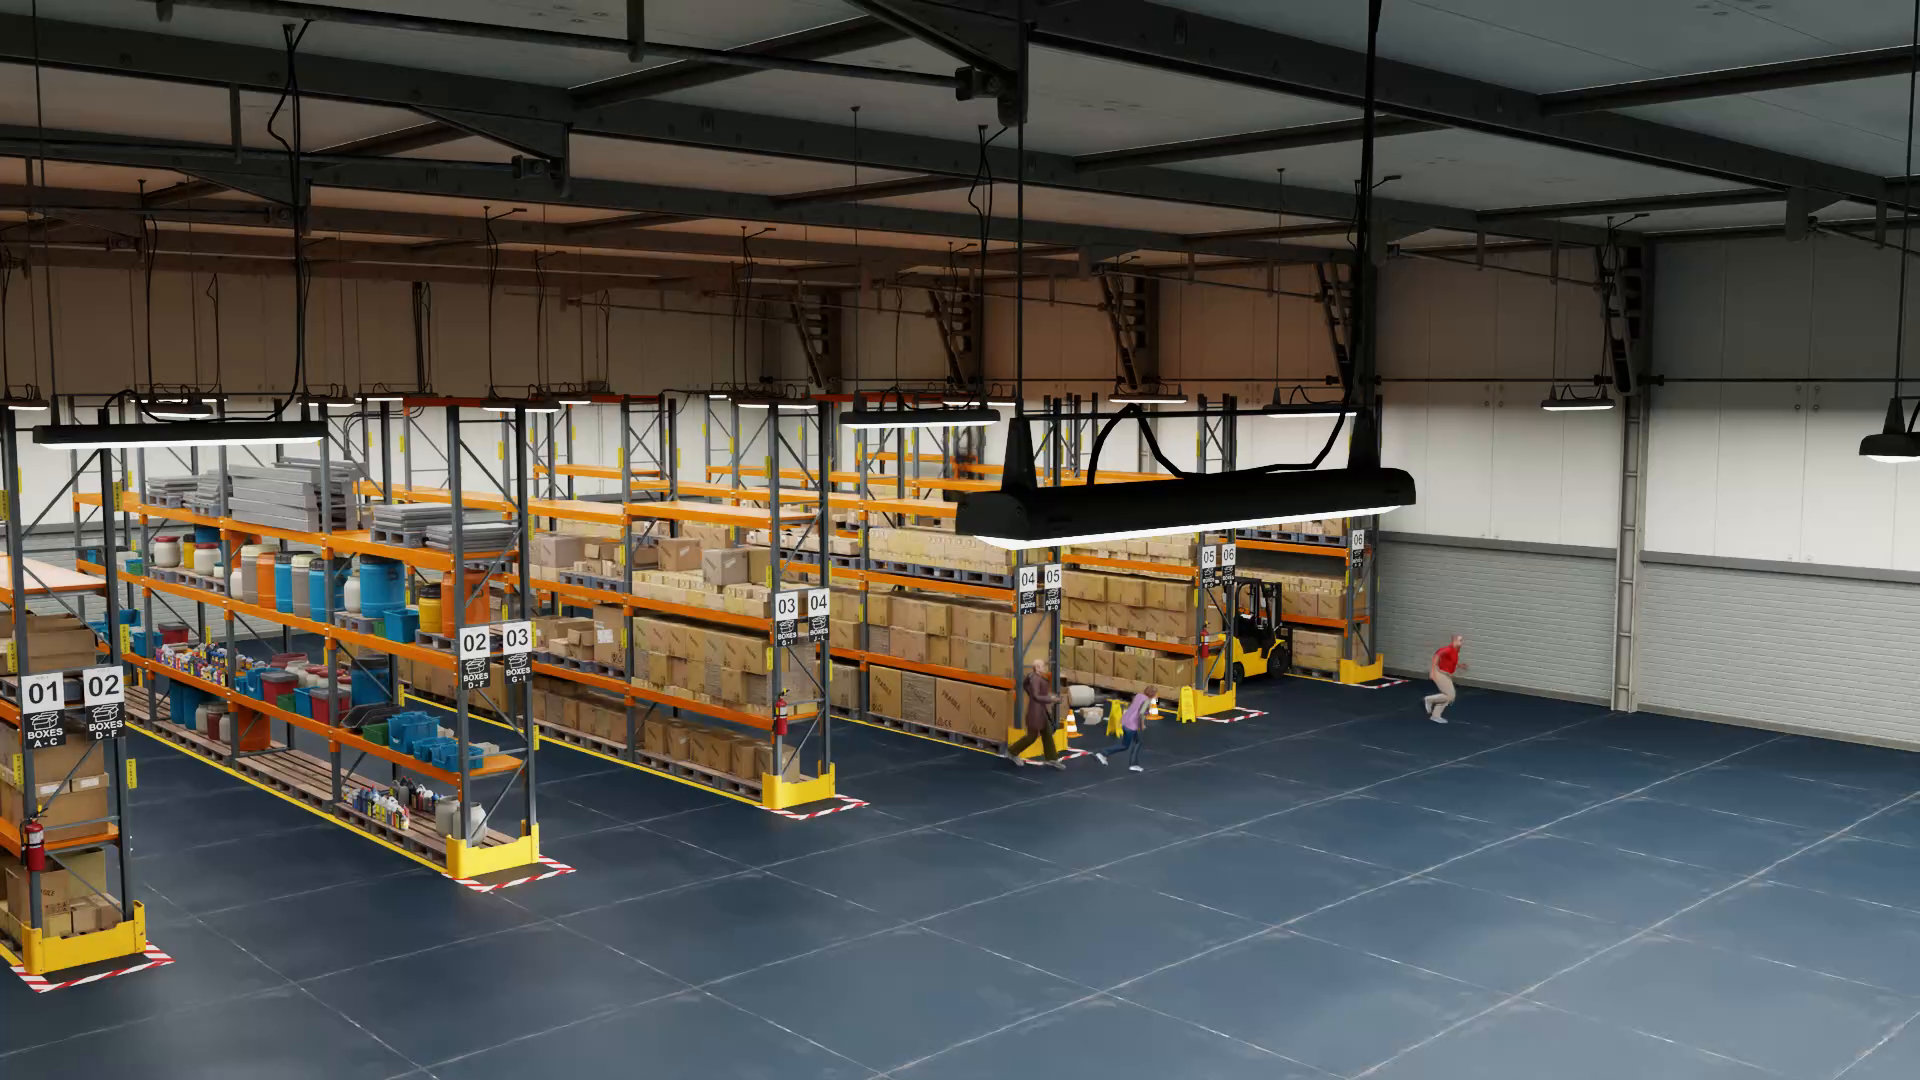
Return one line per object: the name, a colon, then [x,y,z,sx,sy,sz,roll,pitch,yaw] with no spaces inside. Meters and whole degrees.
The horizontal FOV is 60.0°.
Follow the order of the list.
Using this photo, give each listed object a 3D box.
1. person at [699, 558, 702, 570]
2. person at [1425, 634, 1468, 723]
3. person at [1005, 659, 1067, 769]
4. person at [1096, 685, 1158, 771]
person: [-6.795,1.214,44.223,0.723,1.758,0.714,-1,6,-15]
person: [8.986,2.557,30.713,0.748,1.655,0.652,3,6,25]
person: [1.230,2.828,26.985,1.008,1.815,0.726,1,6,8]
person: [2.710,3.057,26.872,1.011,1.411,0.537,-1,6,-13]
